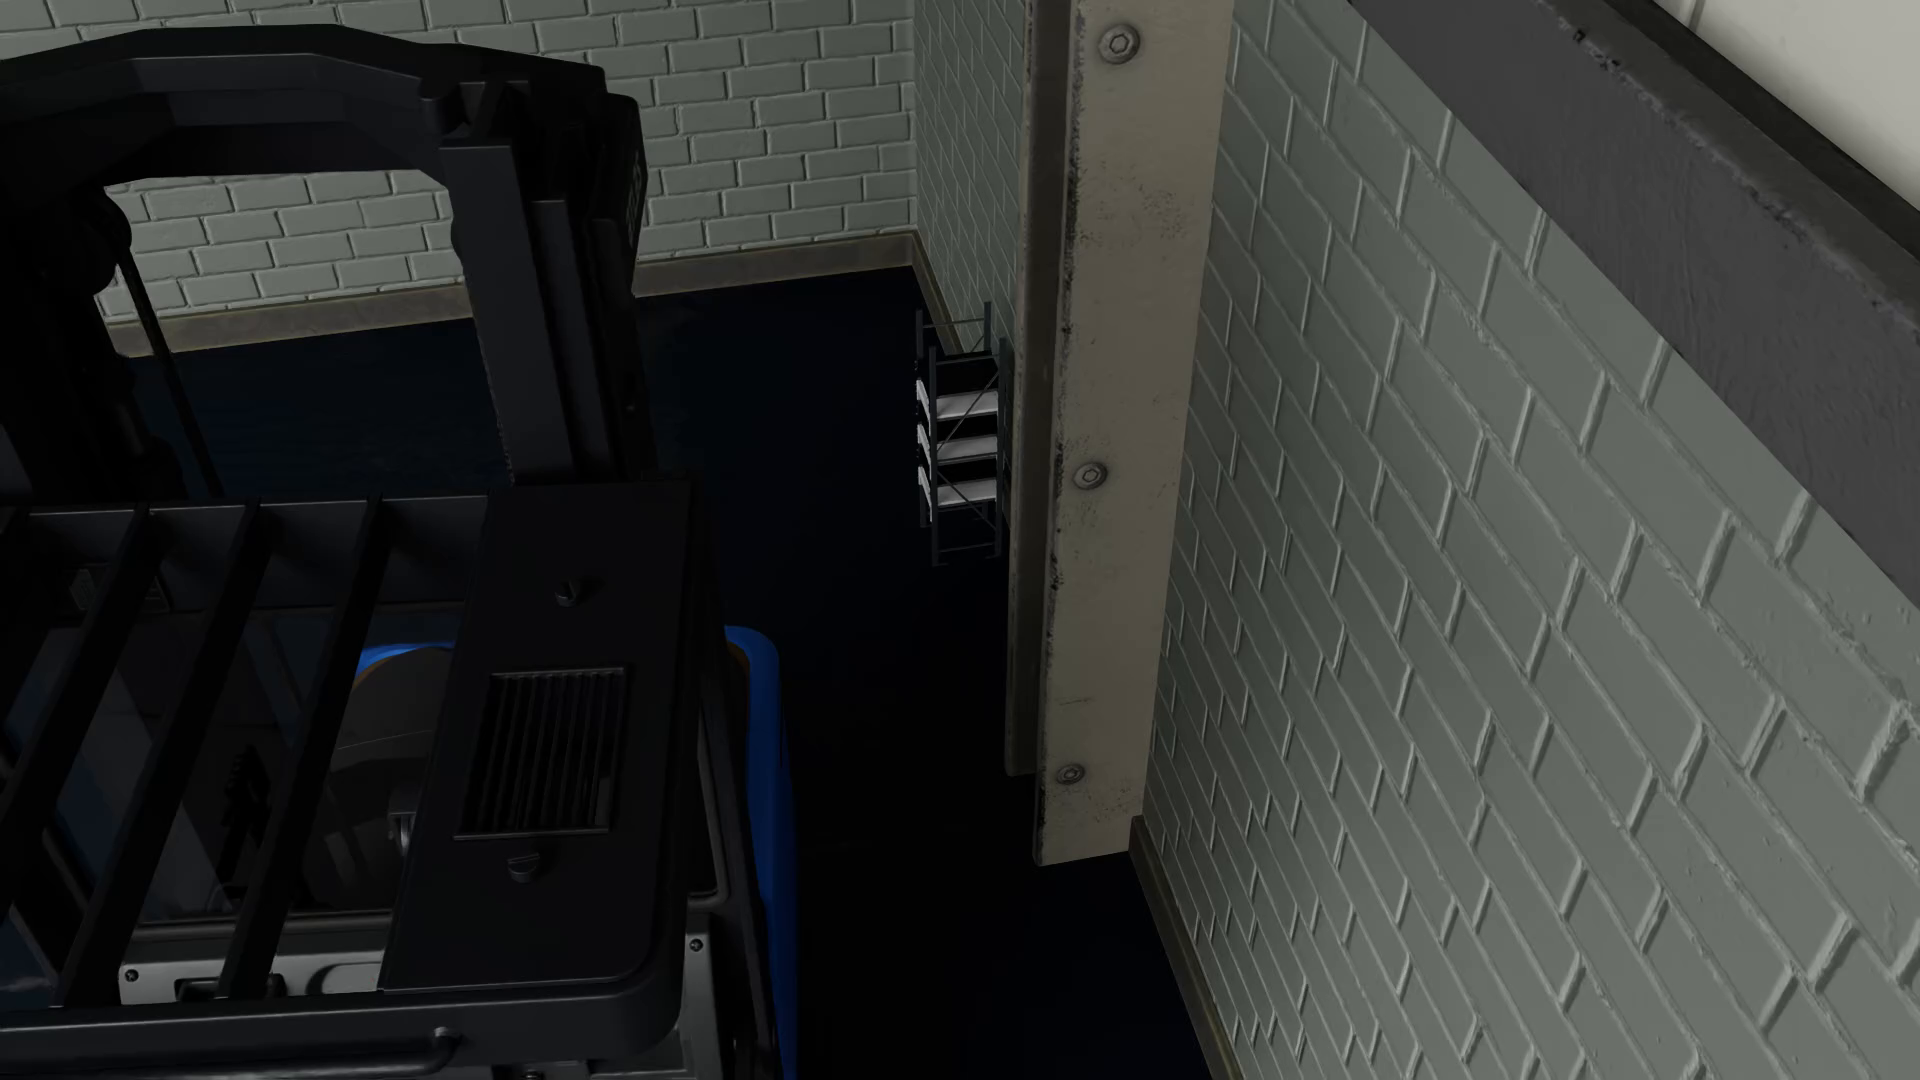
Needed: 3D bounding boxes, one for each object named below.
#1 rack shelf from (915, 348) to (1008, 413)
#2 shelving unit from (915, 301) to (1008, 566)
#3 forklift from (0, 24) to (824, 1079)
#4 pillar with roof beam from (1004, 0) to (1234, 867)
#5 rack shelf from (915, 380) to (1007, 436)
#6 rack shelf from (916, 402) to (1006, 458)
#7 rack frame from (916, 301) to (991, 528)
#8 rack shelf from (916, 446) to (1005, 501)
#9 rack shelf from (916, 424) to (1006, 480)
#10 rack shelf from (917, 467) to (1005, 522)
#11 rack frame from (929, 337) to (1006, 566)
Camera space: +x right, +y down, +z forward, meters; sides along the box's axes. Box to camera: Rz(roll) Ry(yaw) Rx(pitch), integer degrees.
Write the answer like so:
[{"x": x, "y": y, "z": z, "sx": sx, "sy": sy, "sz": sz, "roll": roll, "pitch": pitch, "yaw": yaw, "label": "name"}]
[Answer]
[{"x": 0.002, "y": -0.508, "z": 5.288, "sx": 0.258, "sy": 0.077, "sz": 0.200, "roll": -8, "pitch": 42, "yaw": -9, "label": "rack shelf"}, {"x": 0.002, "y": -0.331, "z": 5.445, "sx": 0.258, "sy": 0.900, "sz": 0.210, "roll": -8, "pitch": 42, "yaw": -9, "label": "shelving unit"}, {"x": -0.844, "y": 0.901, "z": 2.527, "sx": 1.130, "sy": 2.935, "sz": 3.031, "roll": -2, "pitch": 42, "yaw": -3, "label": "forklift"}, {"x": -3.880, "y": -1.974, "z": 1.195, "sx": 9.100, "sy": 9.000, "sz": 0.400, "roll": -8, "pitch": 42, "yaw": -9, "label": "pillar with roof beam"}, {"x": 0.002, "y": -0.441, "z": 5.348, "sx": 0.258, "sy": 0.077, "sz": 0.200, "roll": -8, "pitch": 42, "yaw": -9, "label": "rack shelf"}, {"x": 0.002, "y": -0.374, "z": 5.408, "sx": 0.258, "sy": 0.077, "sz": 0.200, "roll": -8, "pitch": 42, "yaw": -9, "label": "rack shelf"}, {"x": -0.020, "y": -0.397, "z": 5.520, "sx": 0.240, "sy": 0.900, "sz": 0.006, "roll": -8, "pitch": 42, "yaw": -9, "label": "rack frame"}, {"x": 0.002, "y": -0.239, "z": 5.527, "sx": 0.258, "sy": 0.077, "sz": 0.200, "roll": -8, "pitch": 42, "yaw": -9, "label": "rack shelf"}, {"x": 0.002, "y": -0.306, "z": 5.467, "sx": 0.258, "sy": 0.077, "sz": 0.200, "roll": -8, "pitch": 42, "yaw": -9, "label": "rack shelf"}, {"x": 0.002, "y": -0.172, "z": 5.587, "sx": 0.258, "sy": 0.077, "sz": 0.200, "roll": -8, "pitch": 42, "yaw": -9, "label": "rack shelf"}, {"x": 0.024, "y": -0.265, "z": 5.371, "sx": 0.240, "sy": 0.900, "sz": 0.006, "roll": -8, "pitch": 42, "yaw": -9, "label": "rack frame"}]
